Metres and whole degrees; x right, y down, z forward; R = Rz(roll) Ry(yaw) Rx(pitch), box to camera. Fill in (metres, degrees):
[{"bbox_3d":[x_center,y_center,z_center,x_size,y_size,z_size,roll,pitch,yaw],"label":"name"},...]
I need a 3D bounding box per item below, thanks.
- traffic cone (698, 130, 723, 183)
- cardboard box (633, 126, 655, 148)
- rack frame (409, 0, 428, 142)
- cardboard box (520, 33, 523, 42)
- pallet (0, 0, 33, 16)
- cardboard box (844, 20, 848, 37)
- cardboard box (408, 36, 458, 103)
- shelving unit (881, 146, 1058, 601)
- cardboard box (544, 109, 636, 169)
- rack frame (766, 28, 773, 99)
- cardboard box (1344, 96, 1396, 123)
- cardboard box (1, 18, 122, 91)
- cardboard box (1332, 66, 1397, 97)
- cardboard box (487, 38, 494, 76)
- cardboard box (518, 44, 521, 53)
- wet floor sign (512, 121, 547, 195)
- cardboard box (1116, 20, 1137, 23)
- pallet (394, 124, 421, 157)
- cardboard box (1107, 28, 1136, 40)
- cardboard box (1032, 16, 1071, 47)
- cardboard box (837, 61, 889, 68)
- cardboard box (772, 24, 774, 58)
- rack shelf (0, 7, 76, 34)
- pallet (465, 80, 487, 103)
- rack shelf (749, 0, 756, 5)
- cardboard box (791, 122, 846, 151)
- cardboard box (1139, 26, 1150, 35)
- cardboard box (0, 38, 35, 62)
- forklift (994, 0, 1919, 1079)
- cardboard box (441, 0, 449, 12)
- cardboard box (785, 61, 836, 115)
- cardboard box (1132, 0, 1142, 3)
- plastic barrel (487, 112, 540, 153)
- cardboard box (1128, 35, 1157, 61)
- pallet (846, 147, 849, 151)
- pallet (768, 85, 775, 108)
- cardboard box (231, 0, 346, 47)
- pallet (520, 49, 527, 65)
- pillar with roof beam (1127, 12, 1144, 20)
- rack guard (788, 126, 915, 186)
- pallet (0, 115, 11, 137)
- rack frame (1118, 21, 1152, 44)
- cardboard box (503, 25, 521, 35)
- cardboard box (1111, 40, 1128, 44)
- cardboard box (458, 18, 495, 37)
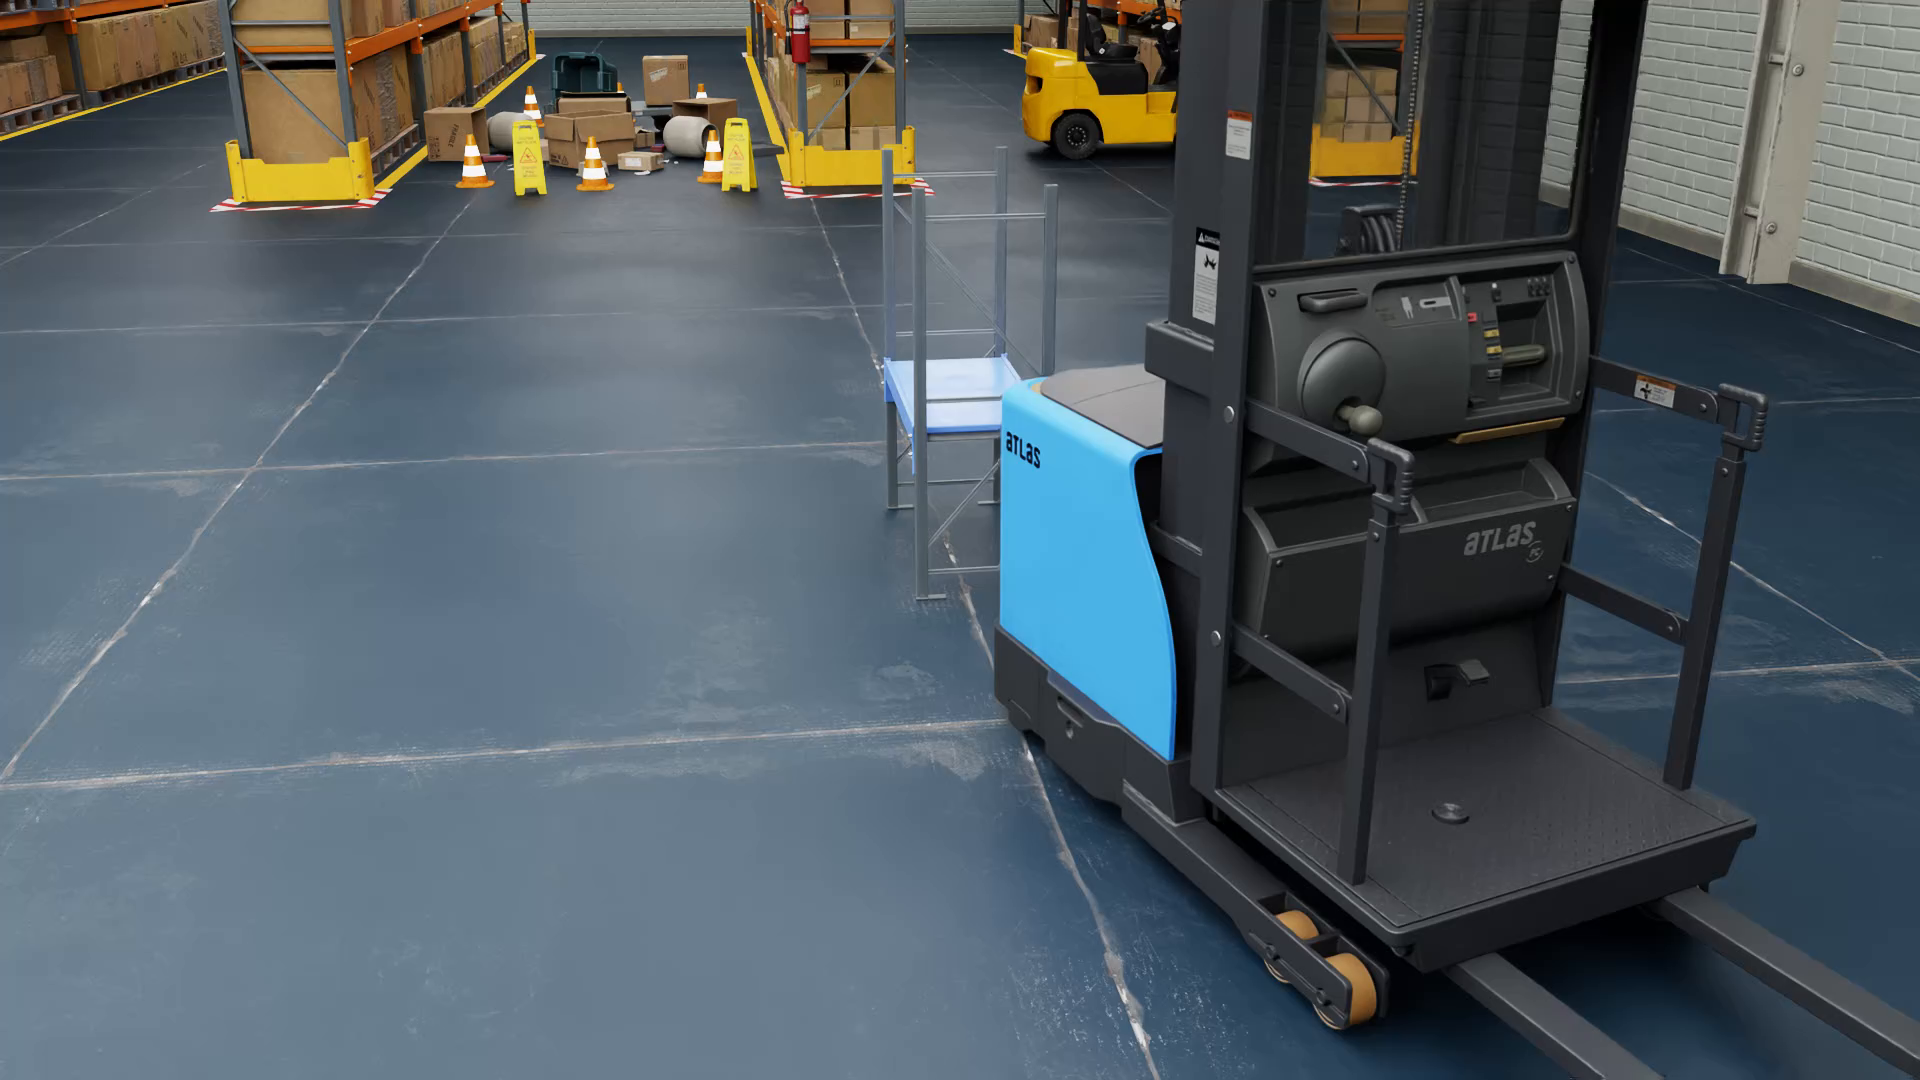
[{"bbox_3d":[-2.350,-3.675,15.893,0.336,0.463,0.334,-3,21,-8],"label":"traffic cone"},{"bbox_3d":[-3.594,-4.493,18.366,0.396,0.266,0.258,17,27,39],"label":"cardboard box"},{"bbox_3d":[-6.472,-5.880,18.171,1.000,3.000,0.127,-3,21,-8],"label":"rack frame"},{"bbox_3d":[-7.766,-8.687,28.736,0.380,0.149,0.250,-4,21,-10],"label":"cardboard box"},{"bbox_3d":[-11.645,-6.276,19.507,1.003,0.211,1.213,-3,21,-8],"label":"pallet"},{"bbox_3d":[-0.906,-4.876,15.844,0.380,0.149,0.250,-3,21,-7],"label":"cardboard box"},{"bbox_3d":[-6.920,-5.889,20.813,1.050,0.750,0.750,-3,21,-7],"label":"cardboard box"},{"bbox_3d":[0.012,-0.673,6.375,0.538,1.500,1.048,-3,21,-8],"label":"shelving unit"},{"bbox_3d":[-3.770,-4.090,16.948,0.637,0.503,0.797,17,27,39],"label":"cardboard box"},{"bbox_3d":[-2.164,-7.549,22.641,1.000,3.000,0.127,-3,21,-8],"label":"rack frame"},{"bbox_3d":[4.038,-4.347,16.683,0.500,0.250,0.500,-3,21,-7],"label":"cardboard box"},{"bbox_3d":[-12.050,-6.491,22.244,1.225,0.875,0.875,-4,21,-10],"label":"cardboard box"},{"bbox_3d":[4.018,-4.584,16.603,0.500,0.250,0.500,-3,21,-9],"label":"cardboard box"},{"bbox_3d":[-7.125,-7.076,24.347,0.500,0.500,0.500,-3,21,-9],"label":"cardboard box"},{"bbox_3d":[-7.682,-8.374,28.324,0.380,0.149,0.250,-4,21,-10],"label":"cardboard box"},{"bbox_3d":[-3.931,-3.482,15.115,0.267,0.644,0.232,-7,21,-17],"label":"wet floor sign"},{"bbox_3d":[2.645,-8.042,26.007,0.380,0.149,0.250,-2,21,-6],"label":"cardboard box"},{"bbox_3d":[-6.439,-4.306,17.943,1.003,0.211,1.213,-3,21,-8],"label":"pallet"},{"bbox_3d":[2.355,-7.382,24.238,0.380,0.149,0.250,-4,21,-11],"label":"cardboard box"},{"bbox_3d":[1.673,-9.082,29.717,0.700,0.500,0.500,-2,21,-6],"label":"cardboard box"},{"bbox_3d":[-1.002,-4.696,17.259,0.500,0.500,0.500,-3,21,-7],"label":"cardboard box"},{"bbox_3d":[-2.306,-7.303,24.418,0.875,0.875,0.875,-3,21,-7],"label":"cardboard box"},{"bbox_3d":[-11.683,-6.020,19.575,1.077,0.370,4.000,-3,21,-8],"label":"rack shelf"},{"bbox_3d":[-7.159,-6.229,23.092,1.003,0.211,1.213,-3,21,-8],"label":"pallet"},{"bbox_3d":[-3.029,-9.289,28.329,1.077,0.370,4.000,-3,21,-8],"label":"rack shelf"},{"bbox_3d":[-1.397,-3.962,16.368,0.500,0.250,0.500,-3,21,-8],"label":"cardboard box"},{"bbox_3d":[2.853,-7.502,24.560,0.380,0.149,0.250,-3,21,-7],"label":"cardboard box"},{"bbox_3d":[-11.758,-6.022,20.425,0.500,0.250,0.500,-1,20,-2],"label":"cardboard box"},{"bbox_3d":[1.195,-0.443,3.714,1.130,2.935,3.031,-9,22,-24],"label":"forklift"},{"bbox_3d":[-6.497,-6.646,20.080,0.500,0.500,0.500,-3,21,-7],"label":"cardboard box"},{"bbox_3d":[-1.529,-4.659,17.161,0.500,0.500,0.500,-3,21,-9],"label":"cardboard box"},{"bbox_3d":[2.637,-7.390,22.430,0.500,0.250,0.500,-3,21,-9],"label":"cardboard box"},{"bbox_3d":[-4.790,-4.357,17.777,0.512,0.421,0.421,12,24,30],"label":"plastic barrel"},{"bbox_3d":[2.823,-6.668,23.077,0.875,0.625,0.625,-2,21,-6],"label":"cardboard box"},{"bbox_3d":[-1.104,-3.782,16.541,1.003,0.211,1.213,-3,21,-8],"label":"pallet"},{"bbox_3d":[-2.053,-5.972,22.404,1.003,0.211,1.213,-3,21,-8],"label":"pallet"},{"bbox_3d":[-5.993,-4.691,14.775,0.875,0.550,0.550,-3,21,-8],"label":"cardboard box"},{"bbox_3d":[-8.108,-8.419,28.955,1.003,0.211,1.213,-3,21,-8],"label":"pallet"},{"bbox_3d":[-1.298,-12.065,26.159,9.100,9.000,0.400,-3,21,-8],"label":"pillar with roof beam"},{"bbox_3d":[-1.022,-3.635,15.733,1.175,0.500,0.348,-3,21,-8],"label":"rack guard"},{"bbox_3d":[-11.508,-4.628,18.804,1.003,0.211,1.213,-3,21,-8],"label":"pallet"},{"bbox_3d":[2.747,-7.801,23.315,1.000,3.000,0.127,-3,21,-8],"label":"rack frame"},{"bbox_3d":[-7.663,-8.647,28.206,0.380,0.149,0.250,-2,21,-6],"label":"cardboard box"},{"bbox_3d":[2.473,-6.962,24.042,0.500,0.500,0.500,-2,21,-6],"label":"cardboard box"},{"bbox_3d":[-7.206,-7.603,24.685,0.500,0.250,0.500,-2,21,-5],"label":"cardboard box"}]
